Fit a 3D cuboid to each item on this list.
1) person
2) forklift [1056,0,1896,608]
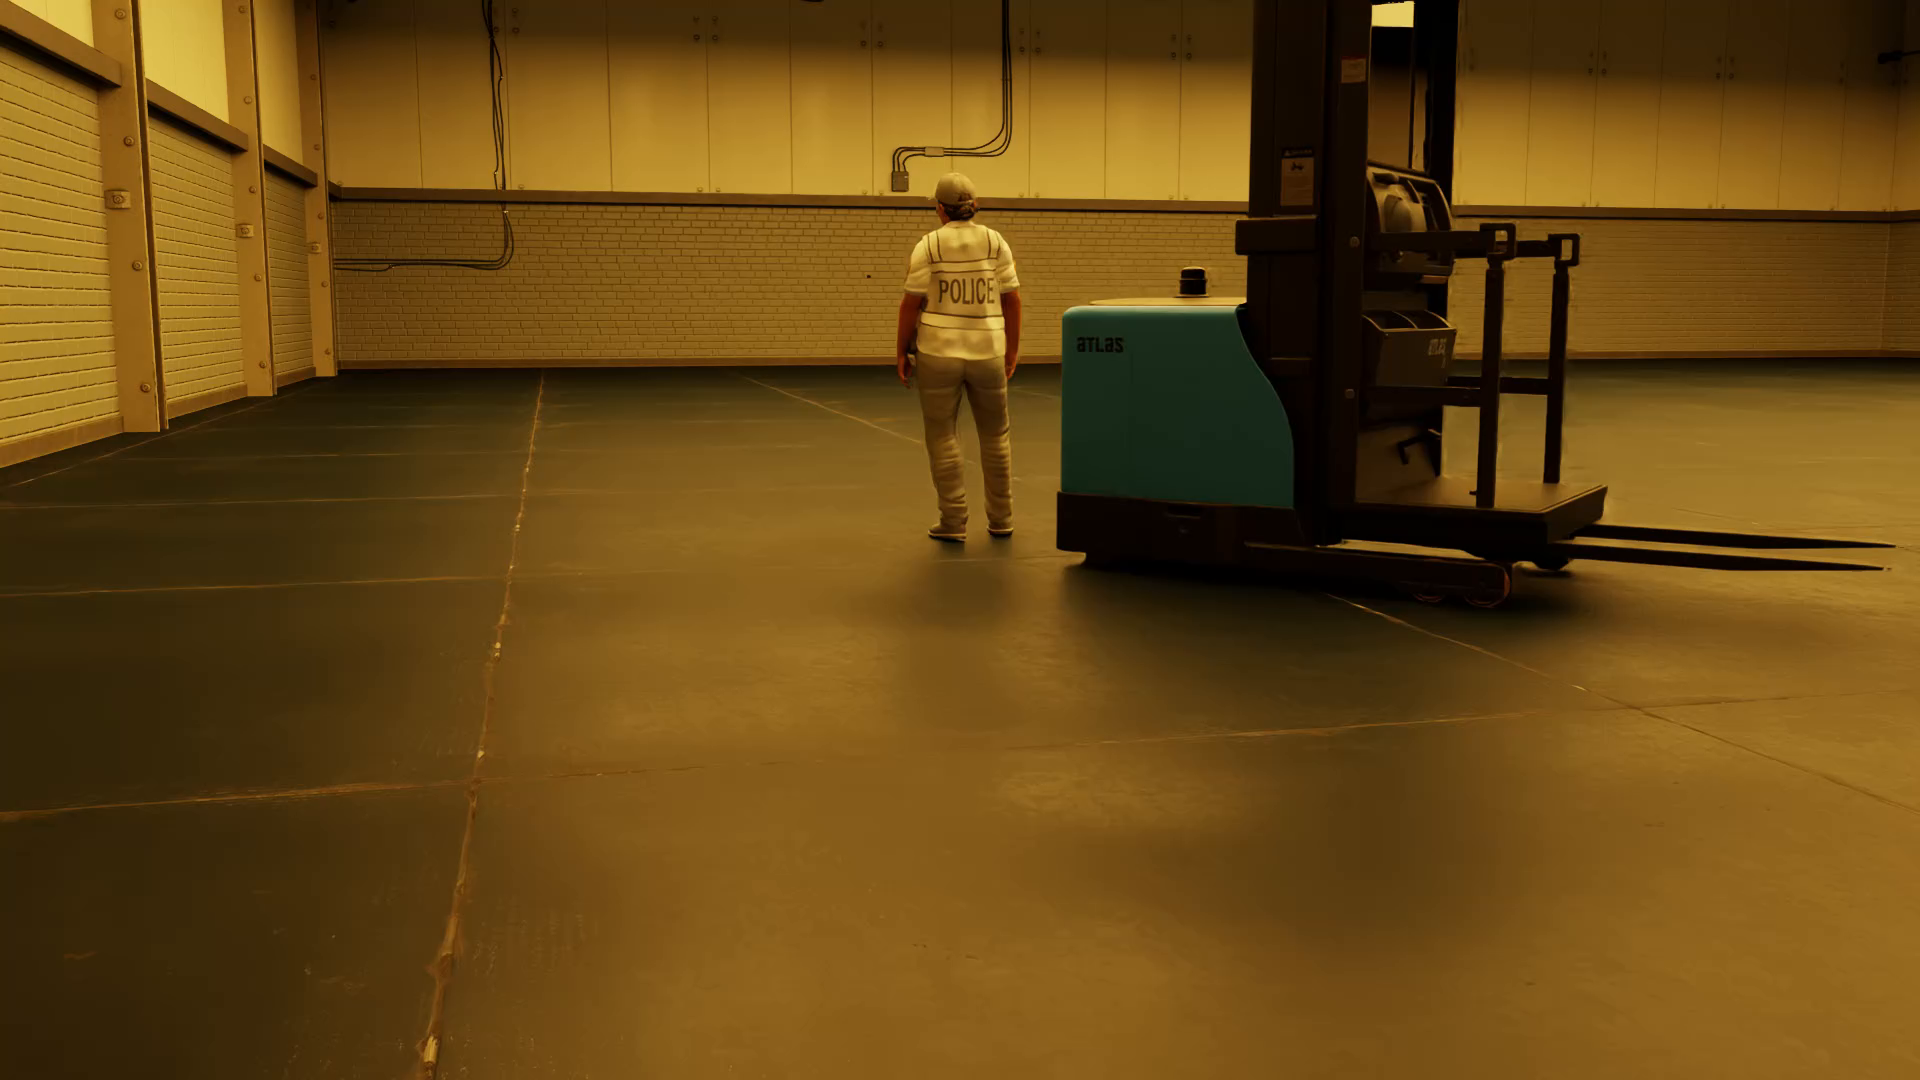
[{"bbox_3d":[-0.005,-0.837,7.694,0.599,1.670,0.516,-2,8,-12],"label":"person"},{"bbox_3d":[1.922,-1.290,6.353,3.031,2.935,1.130,5,9,32],"label":"forklift"}]
